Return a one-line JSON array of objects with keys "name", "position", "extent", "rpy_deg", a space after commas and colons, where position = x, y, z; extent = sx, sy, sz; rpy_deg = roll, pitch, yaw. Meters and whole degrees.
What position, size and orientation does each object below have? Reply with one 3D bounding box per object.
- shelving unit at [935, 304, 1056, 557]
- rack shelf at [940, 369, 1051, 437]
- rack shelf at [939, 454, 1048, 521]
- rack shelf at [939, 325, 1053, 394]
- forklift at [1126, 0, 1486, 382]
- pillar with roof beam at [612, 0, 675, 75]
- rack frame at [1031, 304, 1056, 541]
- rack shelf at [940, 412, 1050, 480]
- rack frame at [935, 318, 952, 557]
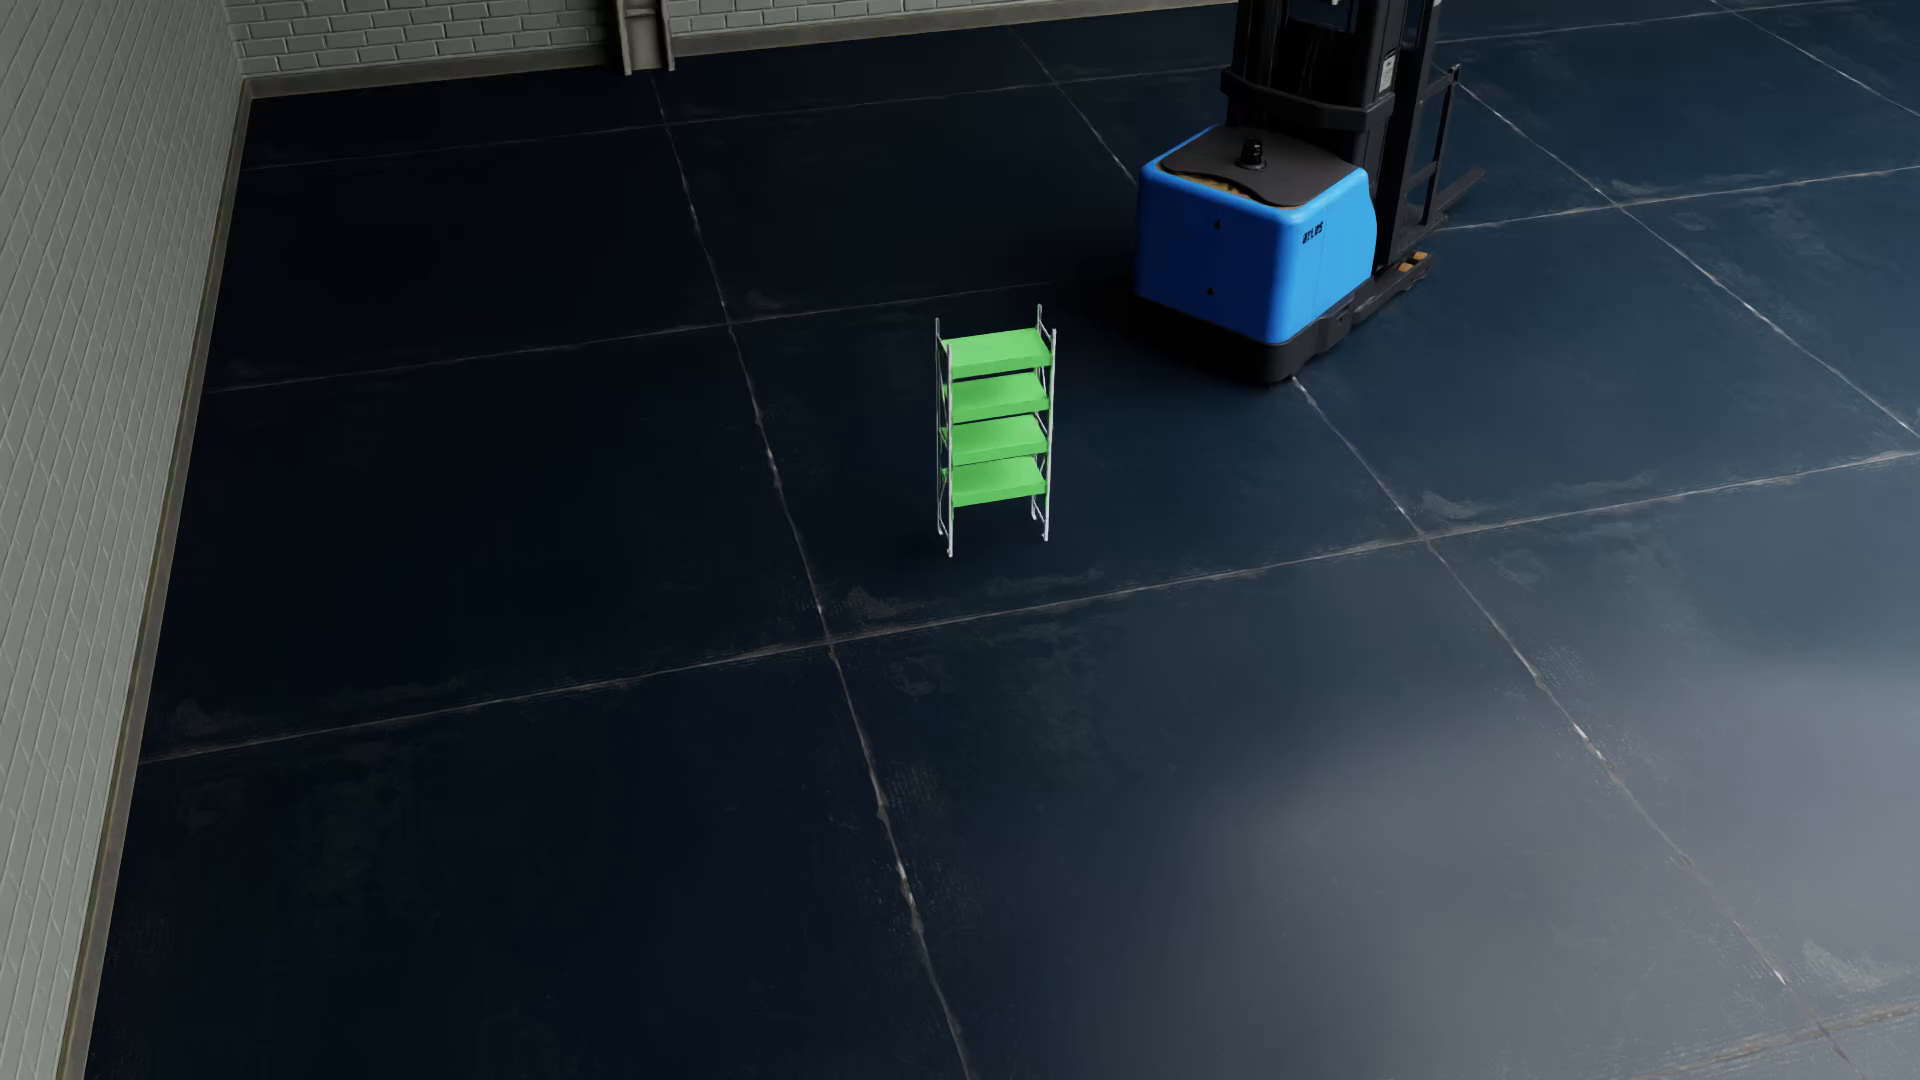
[{"name": "shelving unit", "position": [0.160, -0.503, 7.899], "extent": [0.503, 1.200, 0.258], "rpy_deg": [-9, 38, -12]}, {"name": "rack shelf", "position": [0.160, -0.643, 7.792], "extent": [0.480, 0.148, 0.258], "rpy_deg": [-9, 38, -12]}, {"name": "rack shelf", "position": [0.160, -0.261, 8.084], "extent": [0.480, 0.148, 0.258], "rpy_deg": [-9, 38, -12]}, {"name": "rack shelf", "position": [0.160, -0.833, 7.646], "extent": [0.480, 0.148, 0.258], "rpy_deg": [-9, 38, -12]}, {"name": "forklift", "position": [2.296, -2.873, 9.573], "extent": [1.130, 2.935, 3.031], "rpy_deg": [26, 45, 30]}, {"name": "pillar with roof beam", "position": [-1.343, -4.792, 7.087], "extent": [0.400, 9.000, 9.100], "rpy_deg": [-9, 38, -12]}, {"name": "rack frame", "position": [0.395, -0.541, 7.950], "extent": [0.015, 1.200, 0.240], "rpy_deg": [-9, 38, -12]}, {"name": "rack shelf", "position": [0.160, -0.452, 7.938], "extent": [0.480, 0.148, 0.258], "rpy_deg": [-9, 38, -12]}, {"name": "rack frame", "position": [-0.076, -0.464, 7.849], "extent": [0.015, 1.200, 0.240], "rpy_deg": [-9, 38, -12]}]
